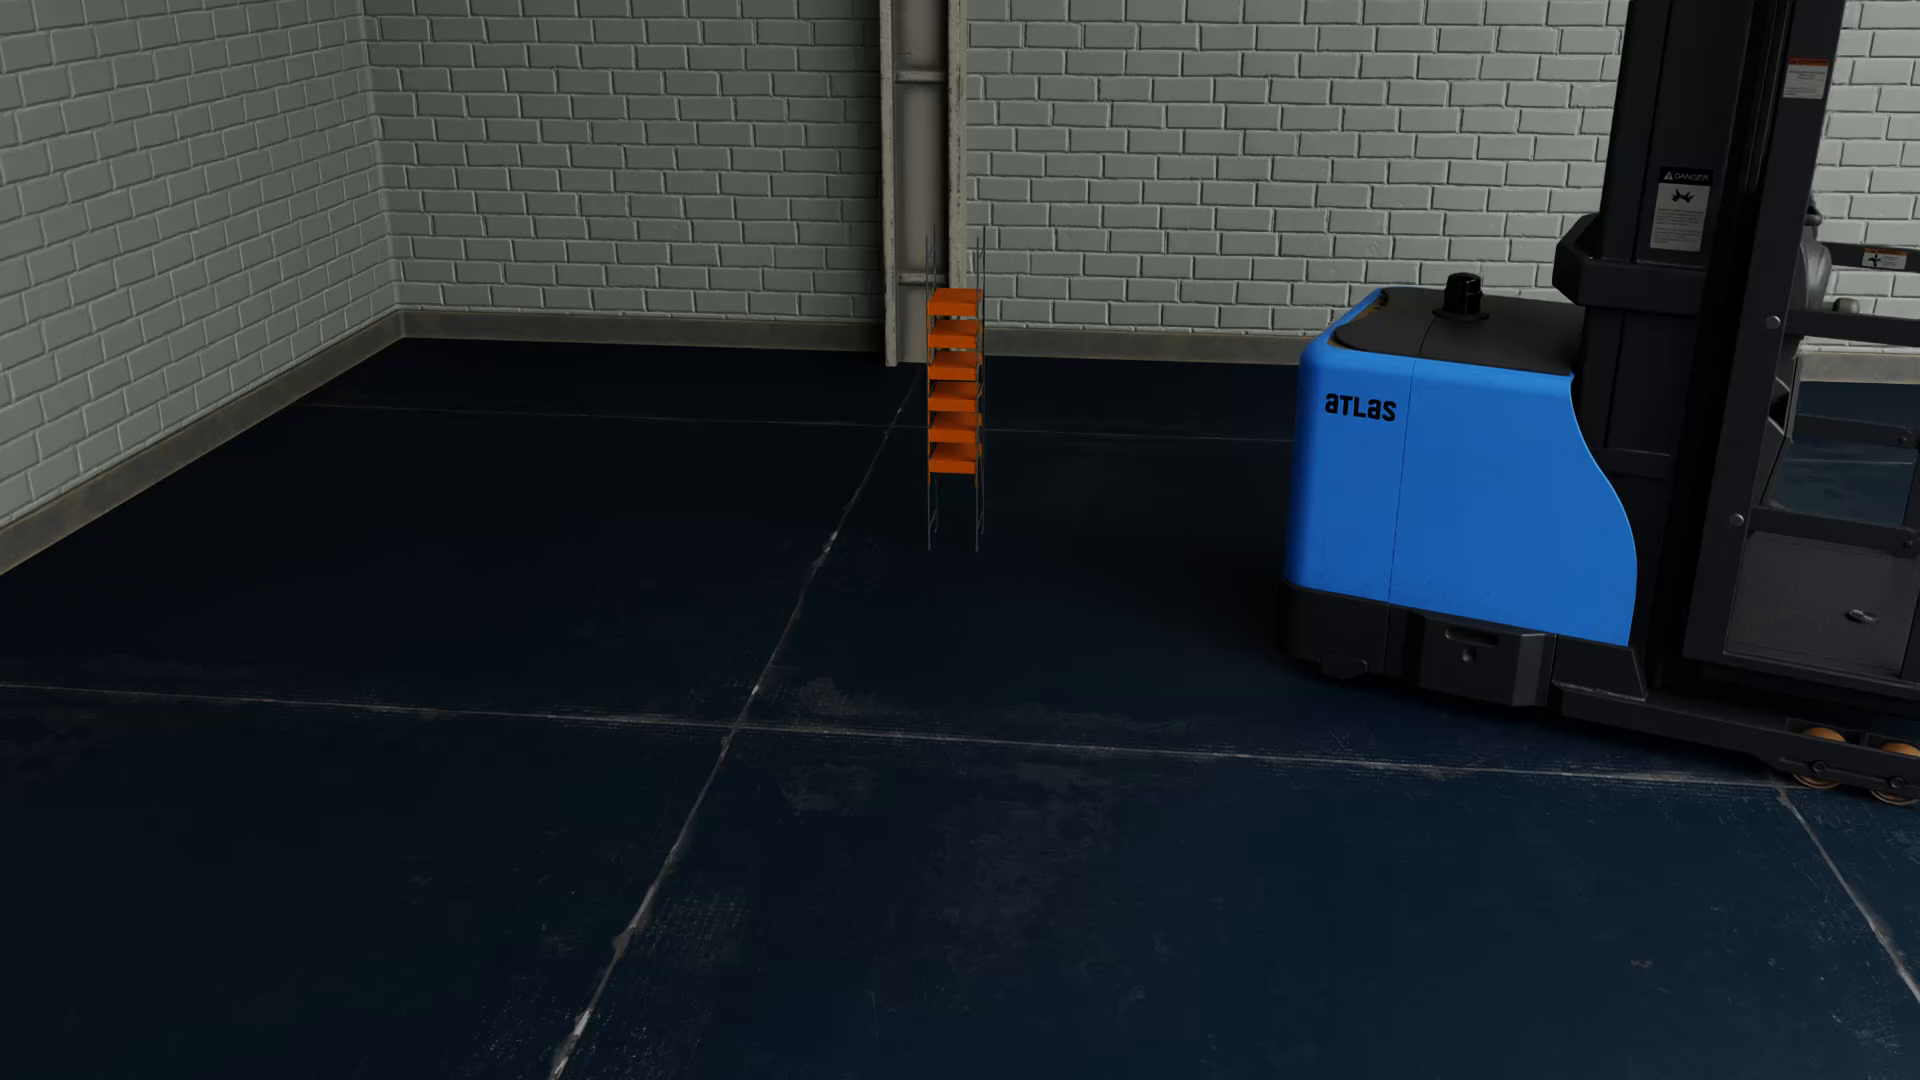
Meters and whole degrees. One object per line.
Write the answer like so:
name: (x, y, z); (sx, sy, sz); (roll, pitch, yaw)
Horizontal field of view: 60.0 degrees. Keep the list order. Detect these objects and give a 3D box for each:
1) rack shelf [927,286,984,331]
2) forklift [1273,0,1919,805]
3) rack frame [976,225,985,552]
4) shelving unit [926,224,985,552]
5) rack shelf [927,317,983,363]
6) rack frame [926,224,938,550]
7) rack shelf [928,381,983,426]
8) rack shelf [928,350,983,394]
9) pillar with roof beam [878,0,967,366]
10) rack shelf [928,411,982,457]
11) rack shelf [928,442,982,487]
rack shelf: (-0.014, -0.852, 6.105); (0.180, 0.103, 0.258); (2, 22, 6)
forklift: (2.566, -0.855, 4.617); (3.031, 2.935, 1.130); (11, 24, 25)
rack frame: (0.077, -0.555, 6.211); (0.006, 1.200, 0.240); (2, 22, 6)
shelving unit: (-0.014, -0.559, 6.221); (0.189, 1.200, 0.258); (2, 22, 6)
rack shelf: (-0.014, -0.740, 6.149); (0.180, 0.103, 0.258); (2, 22, 6)
rack frame: (-0.105, -0.563, 6.231); (0.006, 1.200, 0.240); (2, 22, 6)
rack shelf: (-0.014, -0.517, 6.237); (0.180, 0.103, 0.258); (2, 22, 6)
rack shelf: (-0.014, -0.629, 6.193); (0.180, 0.103, 0.258); (2, 22, 6)
pillar with roof beam: (-0.688, -3.577, 3.247); (0.400, 9.000, 9.100); (2, 22, 6)
rack shelf: (-0.014, -0.406, 6.281); (0.180, 0.103, 0.258); (2, 22, 6)
rack shelf: (-0.014, -0.294, 6.325); (0.180, 0.103, 0.258); (2, 22, 6)
